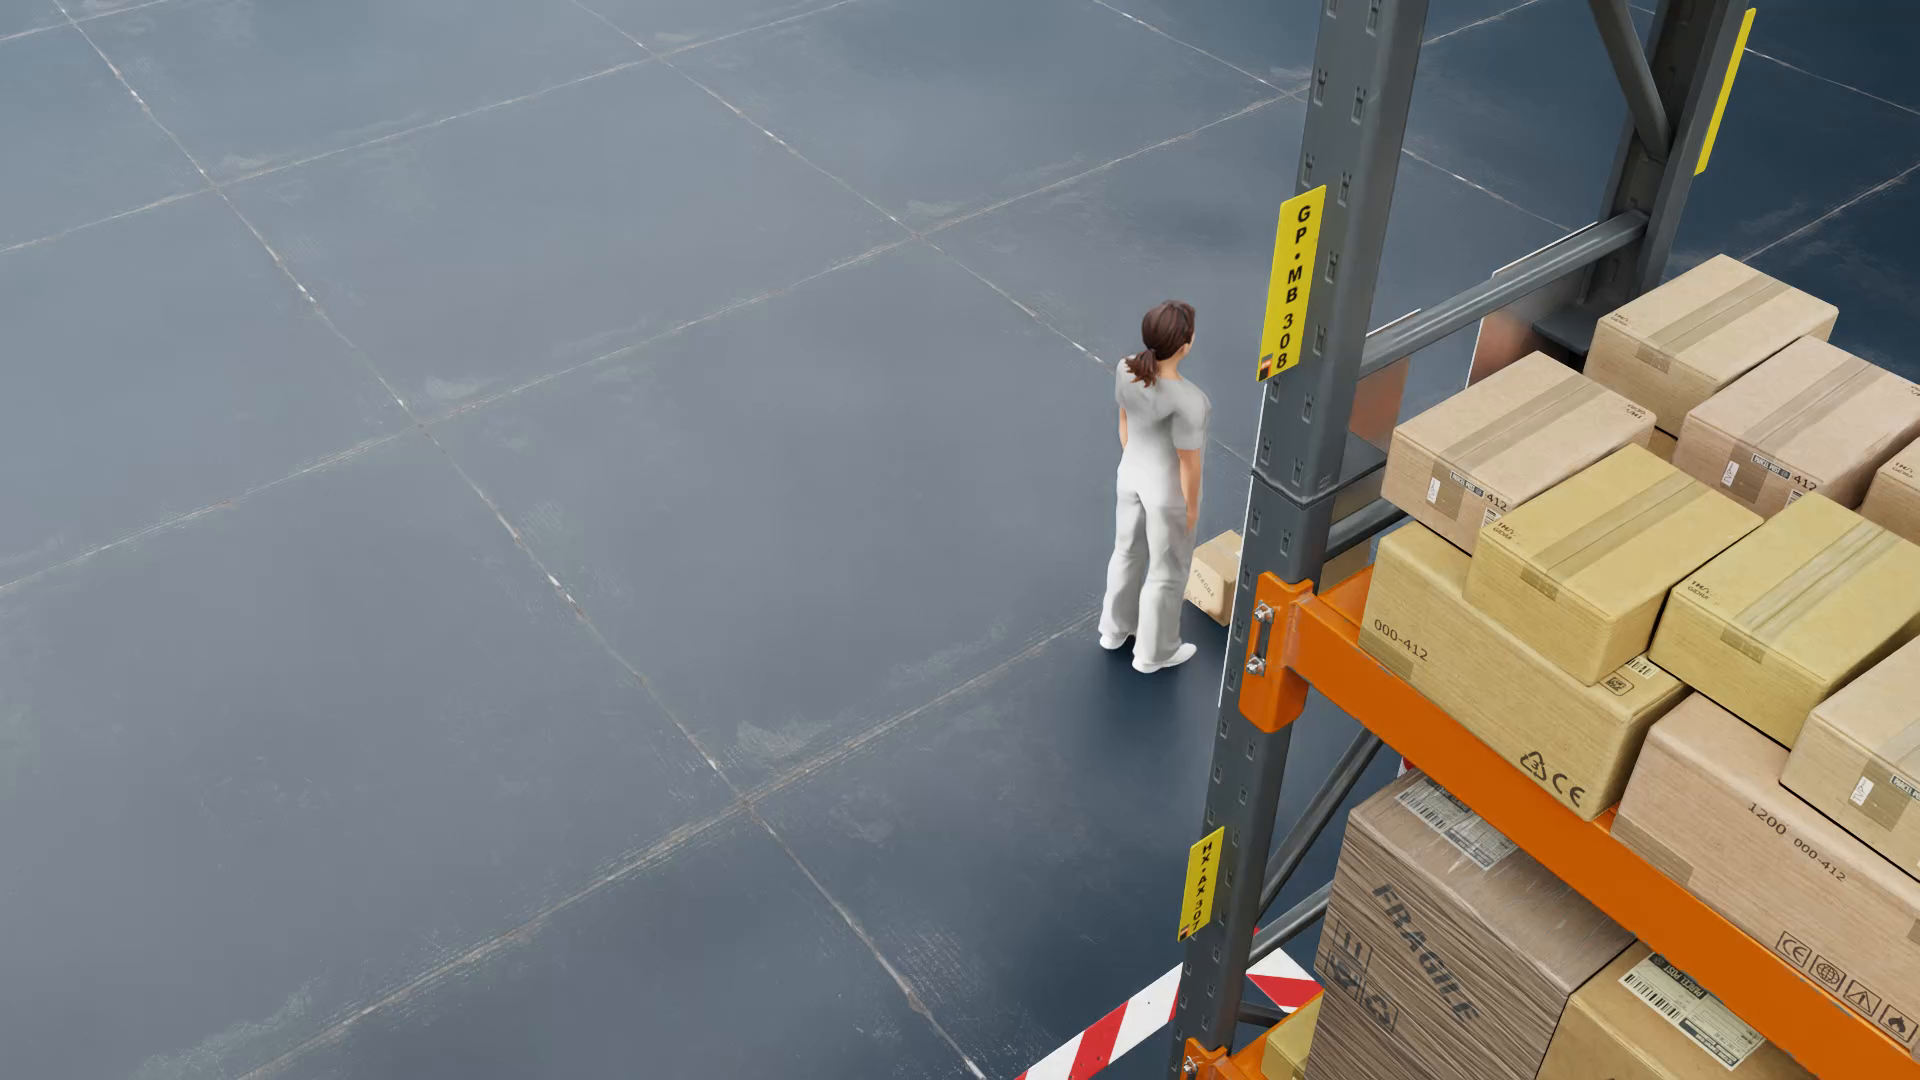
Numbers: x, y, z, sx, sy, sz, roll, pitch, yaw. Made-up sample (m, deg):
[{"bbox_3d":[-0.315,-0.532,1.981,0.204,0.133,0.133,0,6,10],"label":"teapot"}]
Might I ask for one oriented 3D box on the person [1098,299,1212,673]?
[{"bbox_3d":[0.751,-0.187,6.395,0.361,1.698,0.440,-26,47,-27],"label":"person"}]
